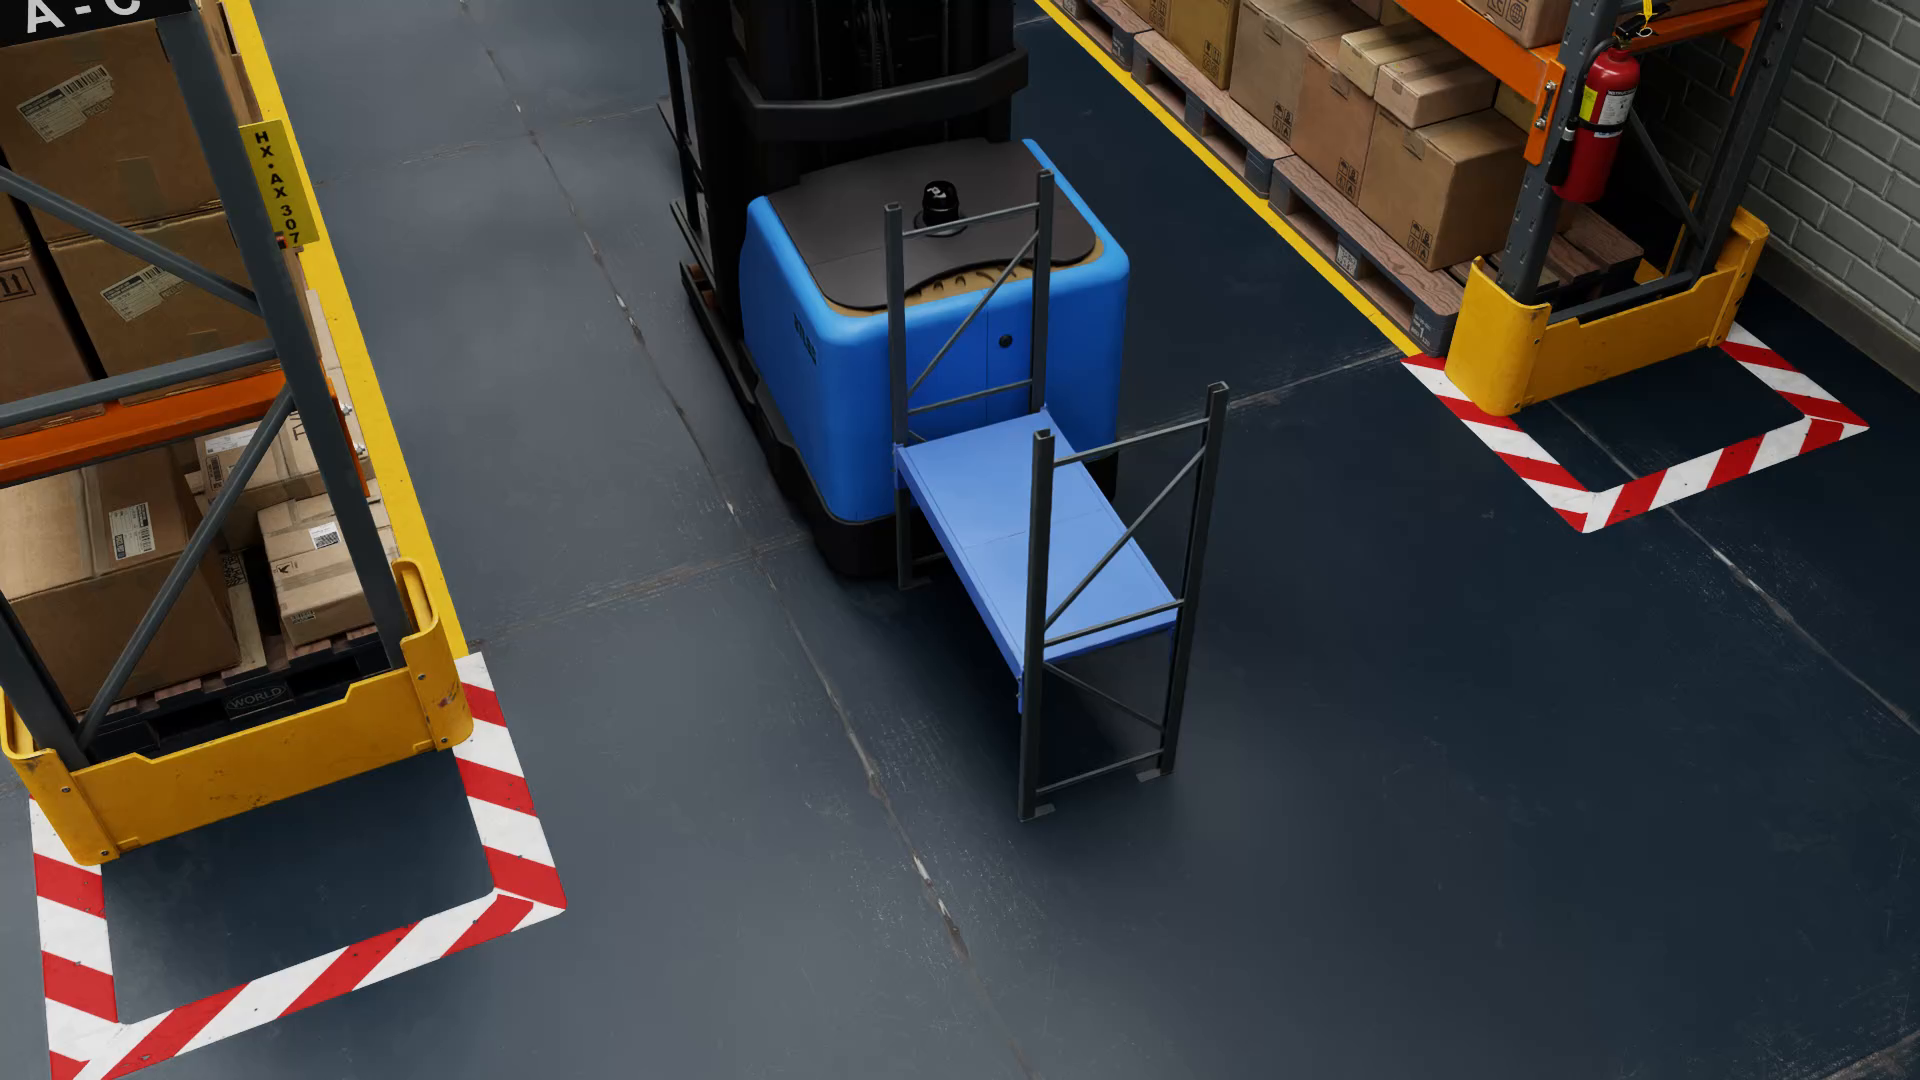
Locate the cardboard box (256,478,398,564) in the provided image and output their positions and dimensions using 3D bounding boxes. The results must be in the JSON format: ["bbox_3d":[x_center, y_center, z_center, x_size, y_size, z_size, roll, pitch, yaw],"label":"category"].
[{"bbox_3d":[-2.027,-0.021,5.340,0.380,0.166,0.250,-18,47,-17],"label":"cardboard box"}]

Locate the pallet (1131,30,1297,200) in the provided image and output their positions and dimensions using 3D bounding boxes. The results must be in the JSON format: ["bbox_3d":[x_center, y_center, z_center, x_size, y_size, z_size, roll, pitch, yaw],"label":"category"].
[{"bbox_3d":[1.519,-2.081,7.708,1.003,0.211,1.213,-18,47,-17],"label":"pallet"}]

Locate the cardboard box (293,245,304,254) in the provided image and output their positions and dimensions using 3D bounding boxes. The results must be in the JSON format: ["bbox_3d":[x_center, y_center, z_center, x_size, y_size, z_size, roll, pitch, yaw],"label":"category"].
[{"bbox_3d":[-2.927,-1.336,6.570,0.500,0.311,0.500,-18,47,-17],"label":"cardboard box"}]

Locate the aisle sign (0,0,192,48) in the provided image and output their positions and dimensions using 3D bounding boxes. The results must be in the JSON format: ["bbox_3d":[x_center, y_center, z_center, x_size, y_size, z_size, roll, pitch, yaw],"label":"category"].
[{"bbox_3d":[-1.762,-1.314,3.095,0.394,0.787,0.004,-18,47,-17],"label":"aisle sign"}]

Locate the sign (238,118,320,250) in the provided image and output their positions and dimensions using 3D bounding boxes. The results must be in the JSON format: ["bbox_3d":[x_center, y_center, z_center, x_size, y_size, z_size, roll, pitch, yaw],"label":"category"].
[{"bbox_3d":[-1.565,-0.814,3.823,0.100,0.325,0.005,-18,47,-17],"label":"sign"}]

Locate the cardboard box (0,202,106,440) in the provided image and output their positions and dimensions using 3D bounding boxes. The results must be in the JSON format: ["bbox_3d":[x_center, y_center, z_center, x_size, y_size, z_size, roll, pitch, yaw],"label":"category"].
[{"bbox_3d":[-2.493,-0.586,4.137,0.500,0.500,0.500,-17,47,-16],"label":"cardboard box"}]

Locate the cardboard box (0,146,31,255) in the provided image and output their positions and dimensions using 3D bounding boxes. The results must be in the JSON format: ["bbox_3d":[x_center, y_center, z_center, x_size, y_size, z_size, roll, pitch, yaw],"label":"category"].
[{"bbox_3d":[-2.494,-0.939,3.783,0.500,0.500,0.500,-18,48,-18],"label":"cardboard box"}]

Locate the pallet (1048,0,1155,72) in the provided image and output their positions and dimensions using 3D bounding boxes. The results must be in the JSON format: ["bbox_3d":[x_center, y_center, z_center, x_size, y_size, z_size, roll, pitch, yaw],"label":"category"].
[{"bbox_3d":[1.002,-2.859,8.497,1.003,0.211,1.213,-18,47,-17],"label":"pallet"}]

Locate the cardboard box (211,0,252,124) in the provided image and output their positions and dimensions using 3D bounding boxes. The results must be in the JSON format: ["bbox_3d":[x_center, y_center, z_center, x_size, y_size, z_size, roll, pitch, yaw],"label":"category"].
[{"bbox_3d":[-2.435,-1.389,4.951,0.500,0.500,0.500,-18,47,-18],"label":"cardboard box"}]

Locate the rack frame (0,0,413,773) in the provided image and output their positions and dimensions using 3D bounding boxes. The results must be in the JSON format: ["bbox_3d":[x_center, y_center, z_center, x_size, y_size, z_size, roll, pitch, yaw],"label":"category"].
[{"bbox_3d":[-2.057,-0.345,3.964,1.000,3.000,0.127,-18,47,-17],"label":"rack frame"}]

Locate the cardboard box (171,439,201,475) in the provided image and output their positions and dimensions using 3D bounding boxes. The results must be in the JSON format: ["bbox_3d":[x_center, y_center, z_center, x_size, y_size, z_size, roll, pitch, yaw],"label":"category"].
[{"bbox_3d":[-2.882,-0.411,5.675,0.500,0.250,0.500,-18,47,-17],"label":"cardboard box"}]

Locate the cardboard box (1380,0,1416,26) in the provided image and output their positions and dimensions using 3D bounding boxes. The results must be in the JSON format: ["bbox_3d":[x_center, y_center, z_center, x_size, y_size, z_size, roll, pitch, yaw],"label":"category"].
[{"bbox_3d":[1.966,-2.179,6.842,0.380,0.149,0.250,-18,47,-17],"label":"cardboard box"}]

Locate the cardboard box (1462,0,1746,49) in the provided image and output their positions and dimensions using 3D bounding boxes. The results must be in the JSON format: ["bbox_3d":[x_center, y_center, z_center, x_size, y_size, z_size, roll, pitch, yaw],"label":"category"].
[{"bbox_3d":[2.212,-2.239,5.670,0.980,0.700,0.700,-16,47,-16],"label":"cardboard box"}]

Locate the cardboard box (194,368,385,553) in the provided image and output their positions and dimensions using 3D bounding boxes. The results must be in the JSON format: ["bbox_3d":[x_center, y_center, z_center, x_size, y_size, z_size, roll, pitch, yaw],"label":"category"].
[{"bbox_3d":[-2.239,-0.272,5.534,0.500,0.250,0.500,-18,47,-17],"label":"cardboard box"}]

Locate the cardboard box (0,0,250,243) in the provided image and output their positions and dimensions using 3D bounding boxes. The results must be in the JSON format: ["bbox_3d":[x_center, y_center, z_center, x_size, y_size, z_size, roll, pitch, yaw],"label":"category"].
[{"bbox_3d":[-2.005,-1.097,3.943,0.500,0.500,0.500,-17,47,-16],"label":"cardboard box"}]

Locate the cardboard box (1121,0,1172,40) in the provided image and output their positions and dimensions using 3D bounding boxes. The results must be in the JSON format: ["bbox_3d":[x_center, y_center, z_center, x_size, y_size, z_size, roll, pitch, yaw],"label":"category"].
[{"bbox_3d":[1.183,-2.791,7.924,0.700,0.500,0.500,-18,48,-18],"label":"cardboard box"}]

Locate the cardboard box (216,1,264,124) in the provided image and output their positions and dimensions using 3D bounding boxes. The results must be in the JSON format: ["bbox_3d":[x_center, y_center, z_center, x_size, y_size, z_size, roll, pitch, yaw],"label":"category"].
[{"bbox_3d":[-3.242,-1.882,6.988,0.500,0.500,0.500,-18,47,-17],"label":"cardboard box"}]

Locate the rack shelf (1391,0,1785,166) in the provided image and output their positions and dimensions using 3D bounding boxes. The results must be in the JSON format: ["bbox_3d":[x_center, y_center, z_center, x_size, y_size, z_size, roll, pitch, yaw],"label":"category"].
[{"bbox_3d":[1.594,-2.829,6.994,1.077,0.370,4.000,-18,47,-17],"label":"rack shelf"}]

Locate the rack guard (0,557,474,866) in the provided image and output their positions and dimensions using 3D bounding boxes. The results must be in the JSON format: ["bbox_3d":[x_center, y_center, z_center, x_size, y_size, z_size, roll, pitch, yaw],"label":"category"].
[{"bbox_3d":[-2.089,0.496,4.891,1.175,0.500,0.348,-18,47,-17],"label":"rack guard"}]

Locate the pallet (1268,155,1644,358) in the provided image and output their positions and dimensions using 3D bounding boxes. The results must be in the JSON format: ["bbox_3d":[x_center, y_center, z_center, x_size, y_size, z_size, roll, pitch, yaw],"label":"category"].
[{"bbox_3d":[2.028,-1.304,6.922,1.003,0.211,1.213,-18,47,-17],"label":"pallet"}]

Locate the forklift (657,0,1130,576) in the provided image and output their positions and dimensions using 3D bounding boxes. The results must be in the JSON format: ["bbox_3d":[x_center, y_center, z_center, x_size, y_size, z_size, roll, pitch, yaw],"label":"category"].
[{"bbox_3d":[-0.476,-1.972,5.662,1.130,2.935,3.031,-16,47,-15],"label":"forklift"}]

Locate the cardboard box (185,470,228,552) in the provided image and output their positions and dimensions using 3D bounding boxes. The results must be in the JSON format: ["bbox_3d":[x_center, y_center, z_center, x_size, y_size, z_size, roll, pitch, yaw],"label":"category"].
[{"bbox_3d":[-2.598,-0.052,5.371,0.380,0.166,0.250,-18,47,-17],"label":"cardboard box"}]

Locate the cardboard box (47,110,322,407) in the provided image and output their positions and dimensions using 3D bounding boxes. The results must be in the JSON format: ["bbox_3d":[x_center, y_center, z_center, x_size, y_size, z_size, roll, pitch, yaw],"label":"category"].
[{"bbox_3d":[-2.005,-0.741,4.295,0.500,0.500,0.500,-17,47,-17],"label":"cardboard box"}]

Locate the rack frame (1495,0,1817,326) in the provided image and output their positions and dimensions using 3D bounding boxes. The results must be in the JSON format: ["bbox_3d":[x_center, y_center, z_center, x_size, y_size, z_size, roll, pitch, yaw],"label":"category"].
[{"bbox_3d":[2.435,-1.810,5.449,1.000,3.000,0.127,-18,47,-17],"label":"rack frame"}]

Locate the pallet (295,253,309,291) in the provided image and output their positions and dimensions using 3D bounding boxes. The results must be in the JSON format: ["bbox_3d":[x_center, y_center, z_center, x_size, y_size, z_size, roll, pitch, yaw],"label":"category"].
[{"bbox_3d":[-2.935,-0.685,6.294,1.003,0.211,1.213,-18,47,-17],"label":"pallet"}]

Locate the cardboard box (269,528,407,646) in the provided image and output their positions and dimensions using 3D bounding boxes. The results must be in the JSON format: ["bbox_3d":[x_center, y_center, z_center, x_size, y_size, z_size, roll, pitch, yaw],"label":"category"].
[{"bbox_3d":[-1.922,0.145,5.184,0.380,0.149,0.250,-18,47,-17],"label":"cardboard box"}]

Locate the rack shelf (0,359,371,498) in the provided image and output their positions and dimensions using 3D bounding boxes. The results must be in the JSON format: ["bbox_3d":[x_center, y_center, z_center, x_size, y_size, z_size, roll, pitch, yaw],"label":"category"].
[{"bbox_3d":[-2.898,-1.364,5.509,1.077,0.370,4.000,-18,47,-17],"label":"rack shelf"}]

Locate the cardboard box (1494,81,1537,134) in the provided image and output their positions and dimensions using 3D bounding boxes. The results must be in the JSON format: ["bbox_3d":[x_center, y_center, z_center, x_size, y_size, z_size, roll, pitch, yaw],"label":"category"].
[{"bbox_3d":[2.284,-1.697,6.353,0.380,0.149,0.250,-18,47,-17],"label":"cardboard box"}]

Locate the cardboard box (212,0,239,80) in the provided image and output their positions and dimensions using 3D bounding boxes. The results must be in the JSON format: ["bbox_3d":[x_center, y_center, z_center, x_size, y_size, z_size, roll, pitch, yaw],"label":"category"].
[{"bbox_3d":[-2.644,-1.708,5.274,0.500,0.500,0.500,-17,47,-17],"label":"cardboard box"}]

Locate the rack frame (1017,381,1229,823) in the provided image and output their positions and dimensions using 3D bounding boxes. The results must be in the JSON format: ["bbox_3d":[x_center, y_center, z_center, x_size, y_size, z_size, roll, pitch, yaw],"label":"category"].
[{"bbox_3d":[0.408,0.227,4.452,0.500,1.500,0.032,-16,47,-15],"label":"rack frame"}]

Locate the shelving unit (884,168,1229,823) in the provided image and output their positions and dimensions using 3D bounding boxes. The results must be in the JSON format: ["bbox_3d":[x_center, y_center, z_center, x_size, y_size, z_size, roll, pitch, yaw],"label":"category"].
[{"bbox_3d":[0.218,-0.105,4.788,0.538,1.500,1.048,-16,47,-15],"label":"shelving unit"}]

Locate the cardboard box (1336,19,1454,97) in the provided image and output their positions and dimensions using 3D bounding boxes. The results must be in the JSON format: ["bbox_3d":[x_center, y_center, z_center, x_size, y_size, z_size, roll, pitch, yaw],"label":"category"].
[{"bbox_3d":[1.723,-1.908,6.567,0.380,0.149,0.250,-17,47,-16],"label":"cardboard box"}]

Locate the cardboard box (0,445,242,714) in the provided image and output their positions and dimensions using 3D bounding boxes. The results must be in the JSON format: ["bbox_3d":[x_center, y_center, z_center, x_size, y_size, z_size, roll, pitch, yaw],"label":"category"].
[{"bbox_3d":[-2.510,0.114,4.965,0.500,0.500,0.500,-18,47,-17],"label":"cardboard box"}]

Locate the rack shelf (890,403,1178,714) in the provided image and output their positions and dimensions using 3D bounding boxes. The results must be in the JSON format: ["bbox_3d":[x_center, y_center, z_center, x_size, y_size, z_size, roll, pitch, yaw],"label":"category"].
[{"bbox_3d":[0.218,0.023,4.915,0.538,0.185,1.000,-16,47,-15],"label":"rack shelf"}]

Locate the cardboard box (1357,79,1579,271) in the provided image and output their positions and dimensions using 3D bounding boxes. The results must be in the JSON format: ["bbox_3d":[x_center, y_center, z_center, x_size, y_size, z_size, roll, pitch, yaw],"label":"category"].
[{"bbox_3d":[2.050,-1.487,6.602,0.700,0.500,0.500,-18,47,-17],"label":"cardboard box"}]

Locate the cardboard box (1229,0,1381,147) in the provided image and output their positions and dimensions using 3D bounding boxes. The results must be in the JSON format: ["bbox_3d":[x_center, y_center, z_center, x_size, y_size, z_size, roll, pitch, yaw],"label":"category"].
[{"bbox_3d":[1.628,-2.126,7.250,0.700,0.500,0.500,-19,48,-19],"label":"cardboard box"}]

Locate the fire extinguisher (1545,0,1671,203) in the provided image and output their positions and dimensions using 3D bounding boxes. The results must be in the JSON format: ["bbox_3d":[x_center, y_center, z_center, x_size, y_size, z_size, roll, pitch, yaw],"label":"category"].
[{"bbox_3d":[2.080,-1.418,5.372,0.296,0.674,0.183,-18,47,-17],"label":"fire extinguisher"}]

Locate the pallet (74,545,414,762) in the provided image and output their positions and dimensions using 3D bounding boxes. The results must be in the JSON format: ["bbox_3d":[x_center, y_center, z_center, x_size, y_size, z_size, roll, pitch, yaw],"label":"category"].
[{"bbox_3d":[-2.426,0.091,5.507,1.003,0.211,1.213,-18,47,-17],"label":"pallet"}]

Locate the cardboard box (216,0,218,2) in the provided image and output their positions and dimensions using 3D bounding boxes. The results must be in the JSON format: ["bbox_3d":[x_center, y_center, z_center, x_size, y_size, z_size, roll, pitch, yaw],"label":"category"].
[{"bbox_3d":[-3.722,-2.541,7.656,0.500,0.500,0.500,-20,48,-19],"label":"cardboard box"}]

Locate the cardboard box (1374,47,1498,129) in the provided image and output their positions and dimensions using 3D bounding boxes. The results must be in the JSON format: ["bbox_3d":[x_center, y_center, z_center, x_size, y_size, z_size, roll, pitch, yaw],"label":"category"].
[{"bbox_3d":[1.831,-1.746,6.402,0.380,0.149,0.250,-19,48,-18],"label":"cardboard box"}]

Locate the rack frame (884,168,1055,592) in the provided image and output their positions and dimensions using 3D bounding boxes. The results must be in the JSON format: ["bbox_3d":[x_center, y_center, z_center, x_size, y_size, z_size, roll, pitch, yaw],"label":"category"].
[{"bbox_3d":[0.029,-0.436,5.124,0.500,1.500,0.032,-16,47,-15],"label":"rack frame"}]

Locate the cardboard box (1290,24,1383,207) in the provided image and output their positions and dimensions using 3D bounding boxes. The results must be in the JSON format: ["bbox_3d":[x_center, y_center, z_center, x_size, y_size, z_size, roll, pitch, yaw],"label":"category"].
[{"bbox_3d":[1.840,-1.806,6.925,0.700,0.500,0.500,-18,47,-18],"label":"cardboard box"}]

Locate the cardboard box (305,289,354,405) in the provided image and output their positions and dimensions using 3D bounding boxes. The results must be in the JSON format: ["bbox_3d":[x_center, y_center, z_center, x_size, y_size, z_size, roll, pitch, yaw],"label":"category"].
[{"bbox_3d":[-2.449,-0.591,5.857,0.500,0.250,0.500,-18,47,-17],"label":"cardboard box"}]

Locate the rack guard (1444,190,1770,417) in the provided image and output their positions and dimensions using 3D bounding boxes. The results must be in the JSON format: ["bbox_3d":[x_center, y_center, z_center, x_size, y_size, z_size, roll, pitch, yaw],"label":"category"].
[{"bbox_3d":[2.446,-0.905,6.312,1.175,0.500,0.348,-18,47,-17],"label":"rack guard"}]

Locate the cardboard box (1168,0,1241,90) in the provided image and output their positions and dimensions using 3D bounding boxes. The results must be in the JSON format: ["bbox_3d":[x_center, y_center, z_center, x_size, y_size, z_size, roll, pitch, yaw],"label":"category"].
[{"bbox_3d":[1.397,-2.463,7.592,0.700,0.500,0.500,-17,47,-16],"label":"cardboard box"}]

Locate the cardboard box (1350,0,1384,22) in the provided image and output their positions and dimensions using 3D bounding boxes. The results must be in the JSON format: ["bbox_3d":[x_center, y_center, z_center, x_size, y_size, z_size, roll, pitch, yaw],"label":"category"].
[{"bbox_3d":[1.858,-2.341,7.006,0.380,0.149,0.250,-17,47,-17],"label":"cardboard box"}]
